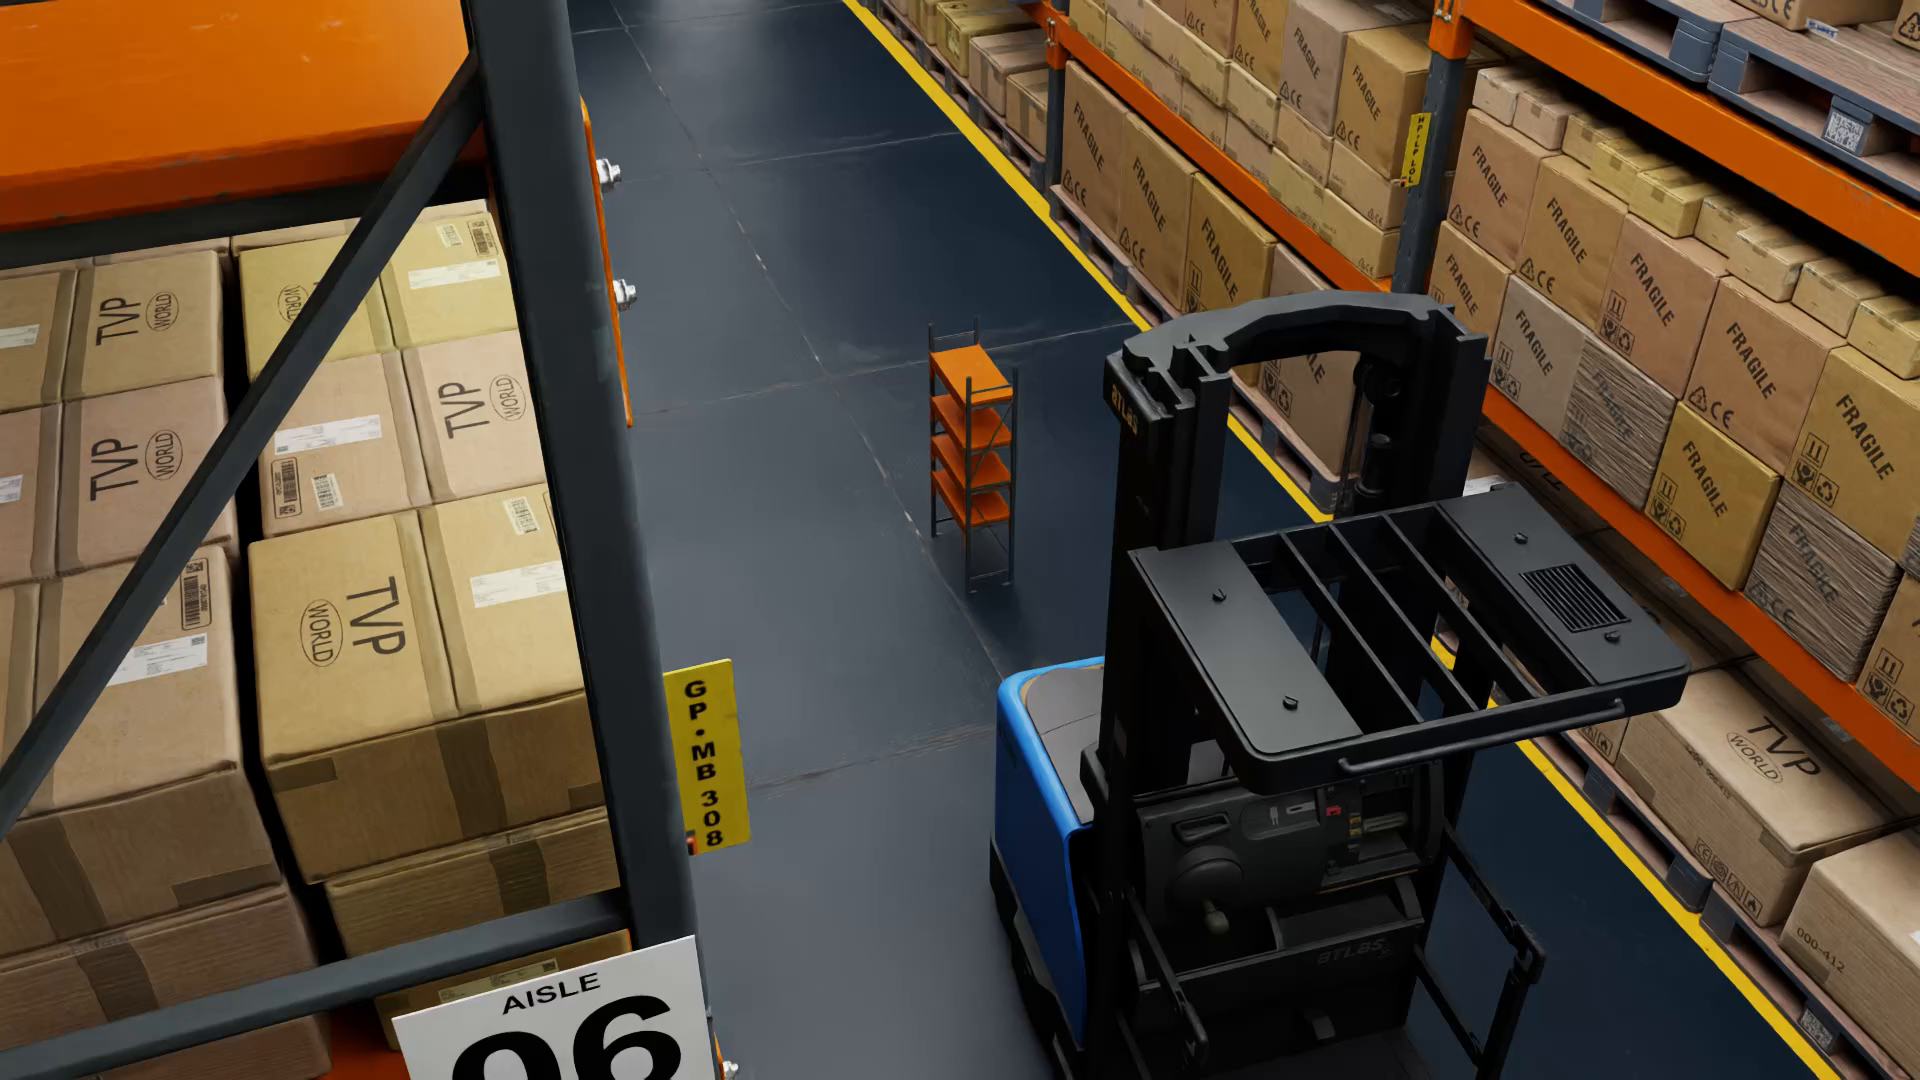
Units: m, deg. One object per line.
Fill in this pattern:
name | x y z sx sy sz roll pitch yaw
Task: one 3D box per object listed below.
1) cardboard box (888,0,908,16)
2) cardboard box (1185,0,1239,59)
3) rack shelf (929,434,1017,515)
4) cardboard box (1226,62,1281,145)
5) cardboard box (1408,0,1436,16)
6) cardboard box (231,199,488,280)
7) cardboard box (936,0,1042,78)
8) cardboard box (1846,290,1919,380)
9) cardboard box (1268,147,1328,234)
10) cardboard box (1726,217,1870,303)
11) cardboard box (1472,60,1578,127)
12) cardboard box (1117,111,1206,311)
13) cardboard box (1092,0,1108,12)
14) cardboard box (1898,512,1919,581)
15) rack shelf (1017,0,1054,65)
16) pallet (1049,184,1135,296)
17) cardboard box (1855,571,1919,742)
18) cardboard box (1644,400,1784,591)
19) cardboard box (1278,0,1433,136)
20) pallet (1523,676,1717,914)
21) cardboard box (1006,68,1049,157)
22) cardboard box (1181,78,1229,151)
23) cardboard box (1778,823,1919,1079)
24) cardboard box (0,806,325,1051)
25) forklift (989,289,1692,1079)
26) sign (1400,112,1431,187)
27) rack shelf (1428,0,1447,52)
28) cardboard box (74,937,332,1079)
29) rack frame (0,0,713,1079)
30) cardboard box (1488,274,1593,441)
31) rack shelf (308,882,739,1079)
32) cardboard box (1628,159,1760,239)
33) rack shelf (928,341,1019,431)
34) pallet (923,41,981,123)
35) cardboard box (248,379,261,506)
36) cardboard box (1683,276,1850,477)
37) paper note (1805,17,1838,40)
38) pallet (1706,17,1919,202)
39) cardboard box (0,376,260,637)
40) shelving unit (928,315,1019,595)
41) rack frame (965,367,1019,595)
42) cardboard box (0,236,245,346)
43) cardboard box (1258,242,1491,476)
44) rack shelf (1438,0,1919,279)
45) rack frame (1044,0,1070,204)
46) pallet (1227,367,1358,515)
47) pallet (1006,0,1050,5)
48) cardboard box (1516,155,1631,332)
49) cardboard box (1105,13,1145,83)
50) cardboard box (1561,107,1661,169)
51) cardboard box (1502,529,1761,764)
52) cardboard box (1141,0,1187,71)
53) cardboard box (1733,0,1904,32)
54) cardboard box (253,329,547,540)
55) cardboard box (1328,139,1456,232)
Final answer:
cardboard box | -0.129 -4.683 13.809 0.950 0.372 0.625 -12 39 -15
cardboard box | 1.519 -2.852 8.629 0.500 0.500 0.500 -12 39 -15
rack shelf | 0.057 -0.332 7.805 0.258 0.148 0.480 -12 39 -16
cardboard box | 1.698 -2.252 8.456 0.500 0.250 0.500 -12 38 -15
cardboard box | 2.359 -2.371 7.990 0.500 0.500 0.500 -13 39 -16
cardboard box | -1.286 -0.670 3.614 0.500 0.250 0.500 -11 38 -15
cardboard box | 0.363 -3.885 12.750 0.950 0.372 0.625 -11 38 -14
cardboard box | 3.016 -0.651 5.168 0.380 0.149 0.250 -12 38 -15
cardboard box | 1.876 -1.771 8.232 0.500 0.250 0.500 -13 39 -17
cardboard box | 2.813 -0.944 5.556 0.380 0.149 0.250 -12 39 -16
cardboard box | 2.306 -1.808 6.704 0.380 0.149 0.250 -13 39 -17
cardboard box | 1.528 -2.008 9.840 0.875 0.875 0.875 -12 39 -15
cardboard box | 1.007 -3.404 9.985 0.500 0.250 0.500 -13 39 -16
cardboard box | 3.221 -0.033 4.887 0.500 0.500 0.500 -12 39 -16
rack shelf | 0.377 -4.444 12.254 1.077 0.370 4.000 -12 39 -16
pallet | 1.265 -2.026 10.765 1.003 0.211 1.213 -12 39 -16
cardboard box | 3.245 0.374 5.177 0.500 0.500 0.500 -13 39 -17
cardboard box | 2.869 -0.204 5.944 0.500 0.500 0.500 -11 38 -15
cardboard box | 1.867 -2.272 7.859 0.500 0.500 0.500 -12 39 -15
pallet | 3.053 0.908 6.869 1.003 0.211 1.213 -12 39 -16
cardboard box | 0.880 -3.041 11.629 0.950 0.372 0.625 -15 40 -19
cardboard box | 1.538 -2.351 9.002 0.500 0.250 0.500 -12 39 -16
cardboard box | 3.497 1.422 5.650 0.875 0.438 0.875 -14 39 -17
cardboard box | -1.250 0.496 2.483 0.500 0.250 0.500 -13 39 -17
forklift | 1.014 0.933 4.576 1.130 2.935 3.031 -10 38 -13
sign | 1.935 -1.655 7.057 0.100 0.325 0.005 -12 39 -16
rack shelf | 1.753 -3.382 8.352 1.077 0.370 4.000 -12 39 -16
cardboard box | -1.169 0.717 2.520 0.380 0.149 0.250 -11 38 -15
rack frame | -0.841 -0.448 1.366 1.000 3.000 0.127 -12 39 -16
cardboard box | 2.526 -0.777 6.705 0.500 0.500 0.500 -12 39 -16
rack shelf | -1.530 -0.093 3.985 1.077 0.370 4.000 -12 39 -16
cardboard box | 2.629 -1.222 5.925 0.380 0.149 0.250 -14 39 -17
rack shelf | 0.057 -0.700 7.528 0.258 0.148 0.480 -12 39 -16
pallet | 0.381 -3.617 12.877 1.003 0.211 1.213 -12 39 -16
cardboard box | -1.605 -0.076 3.242 0.500 0.250 0.500 -13 39 -17
cardboard box | 2.883 -0.598 5.637 0.500 0.500 0.500 -13 39 -16
paper note | 2.548 -1.515 4.923 0.006 0.032 0.123 -12 39 -16
pallet | 3.129 -1.352 5.132 1.003 0.211 1.213 -12 39 -16
cardboard box | -1.435 0.004 2.720 0.500 0.250 0.500 -14 39 -17
shelving unit | 0.057 -0.386 7.765 0.258 1.200 0.503 -12 39 -16
rack frame | 0.141 -0.248 7.582 0.240 1.200 0.015 -12 39 -16
cardboard box | -1.769 -0.573 3.487 0.500 0.250 0.500 -13 39 -16
cardboard box | 2.153 -0.994 8.494 0.875 0.875 0.875 -11 38 -15
rack shelf | 3.130 -1.122 5.352 1.077 0.370 4.000 -12 39 -16
rack frame | 1.065 -3.601 10.538 1.000 3.000 0.127 -12 39 -16
pallet | 2.105 -0.648 8.935 1.003 0.211 1.213 -12 39 -16
pallet | 0.720 -3.905 11.101 1.213 0.211 1.003 -12 39 -16
cardboard box | 2.546 -1.175 6.403 0.500 0.500 0.500 -13 39 -17
cardboard box | 1.190 -2.926 9.766 0.500 0.250 0.500 -14 39 -17
cardboard box | 2.537 -1.531 6.336 0.380 0.149 0.250 -13 39 -17
cardboard box | 2.865 0.397 7.011 0.875 0.438 0.875 -14 39 -17
cardboard box | 1.344 -2.827 9.219 0.500 0.250 0.500 -13 39 -16
cardboard box | 2.936 -2.033 5.445 0.797 0.503 0.637 -10 38 -12
cardboard box | -0.916 -0.103 2.862 0.500 0.250 0.500 -13 39 -16
cardboard box | 2.061 -1.680 7.696 0.500 0.250 0.500 -12 39 -16
